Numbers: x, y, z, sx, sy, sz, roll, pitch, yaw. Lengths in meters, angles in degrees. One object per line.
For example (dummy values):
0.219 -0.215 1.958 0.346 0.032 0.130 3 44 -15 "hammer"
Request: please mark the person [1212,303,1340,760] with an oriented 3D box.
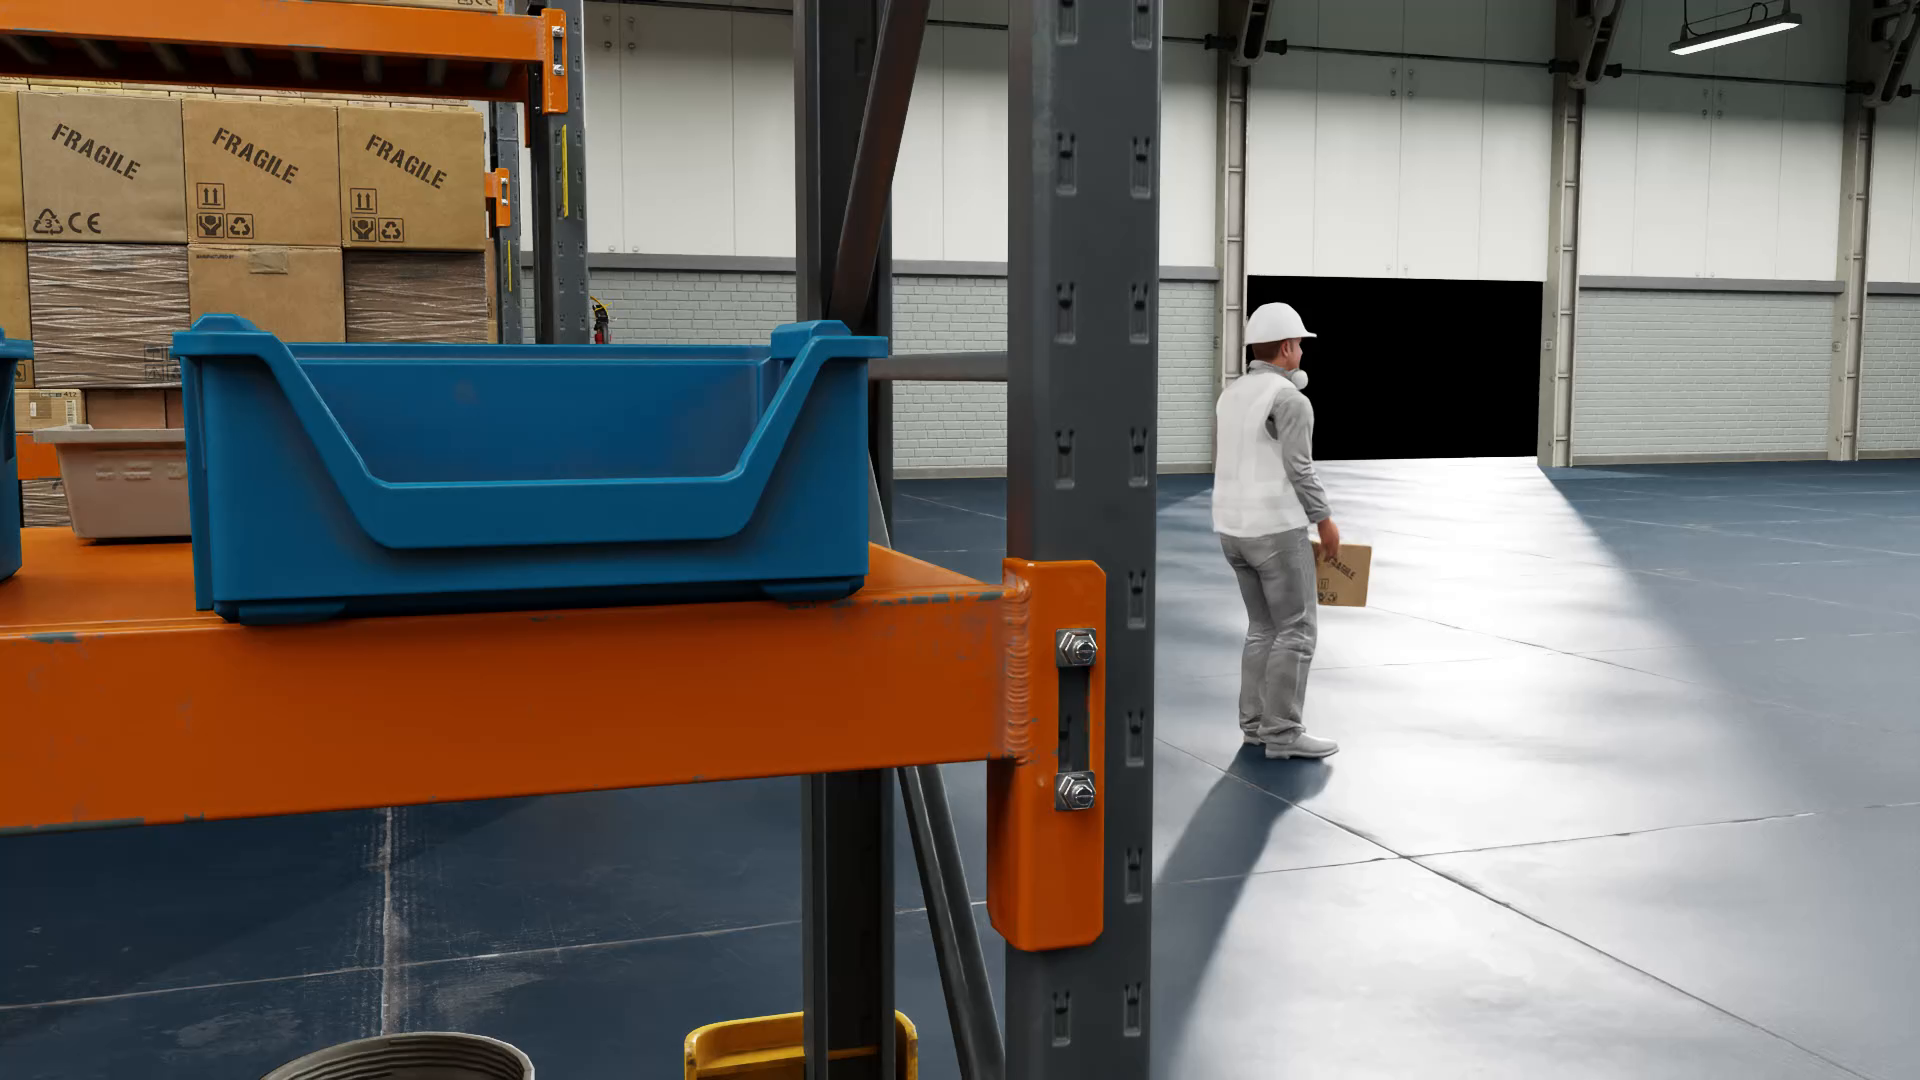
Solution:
1.250 -0.047 6.630 0.470 1.777 0.551 -2 6 -20 "person"
